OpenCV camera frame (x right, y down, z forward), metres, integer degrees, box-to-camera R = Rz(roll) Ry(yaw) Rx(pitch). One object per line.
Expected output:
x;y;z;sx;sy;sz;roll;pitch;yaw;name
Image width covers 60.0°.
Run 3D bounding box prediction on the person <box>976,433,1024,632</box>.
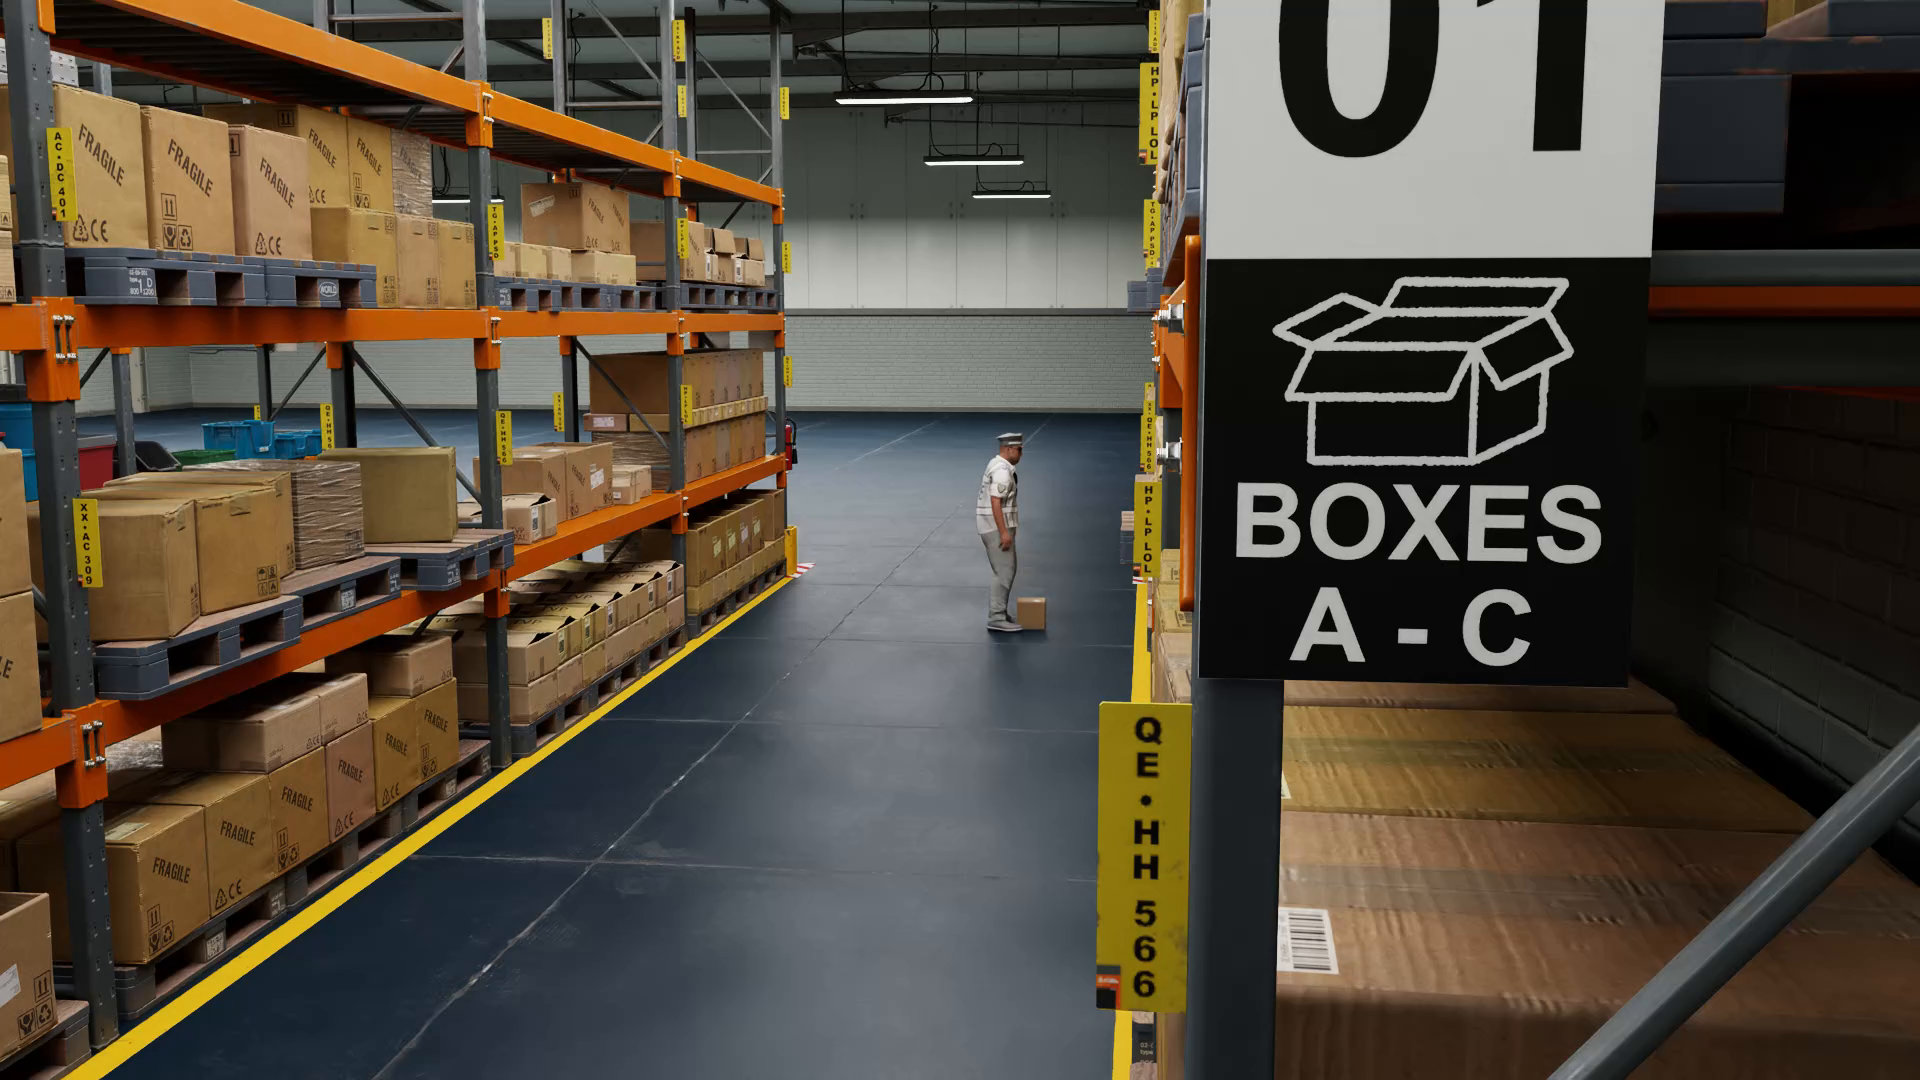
0.363;-0.084;14.900;0.437;1.747;0.596;0;8;3;person
